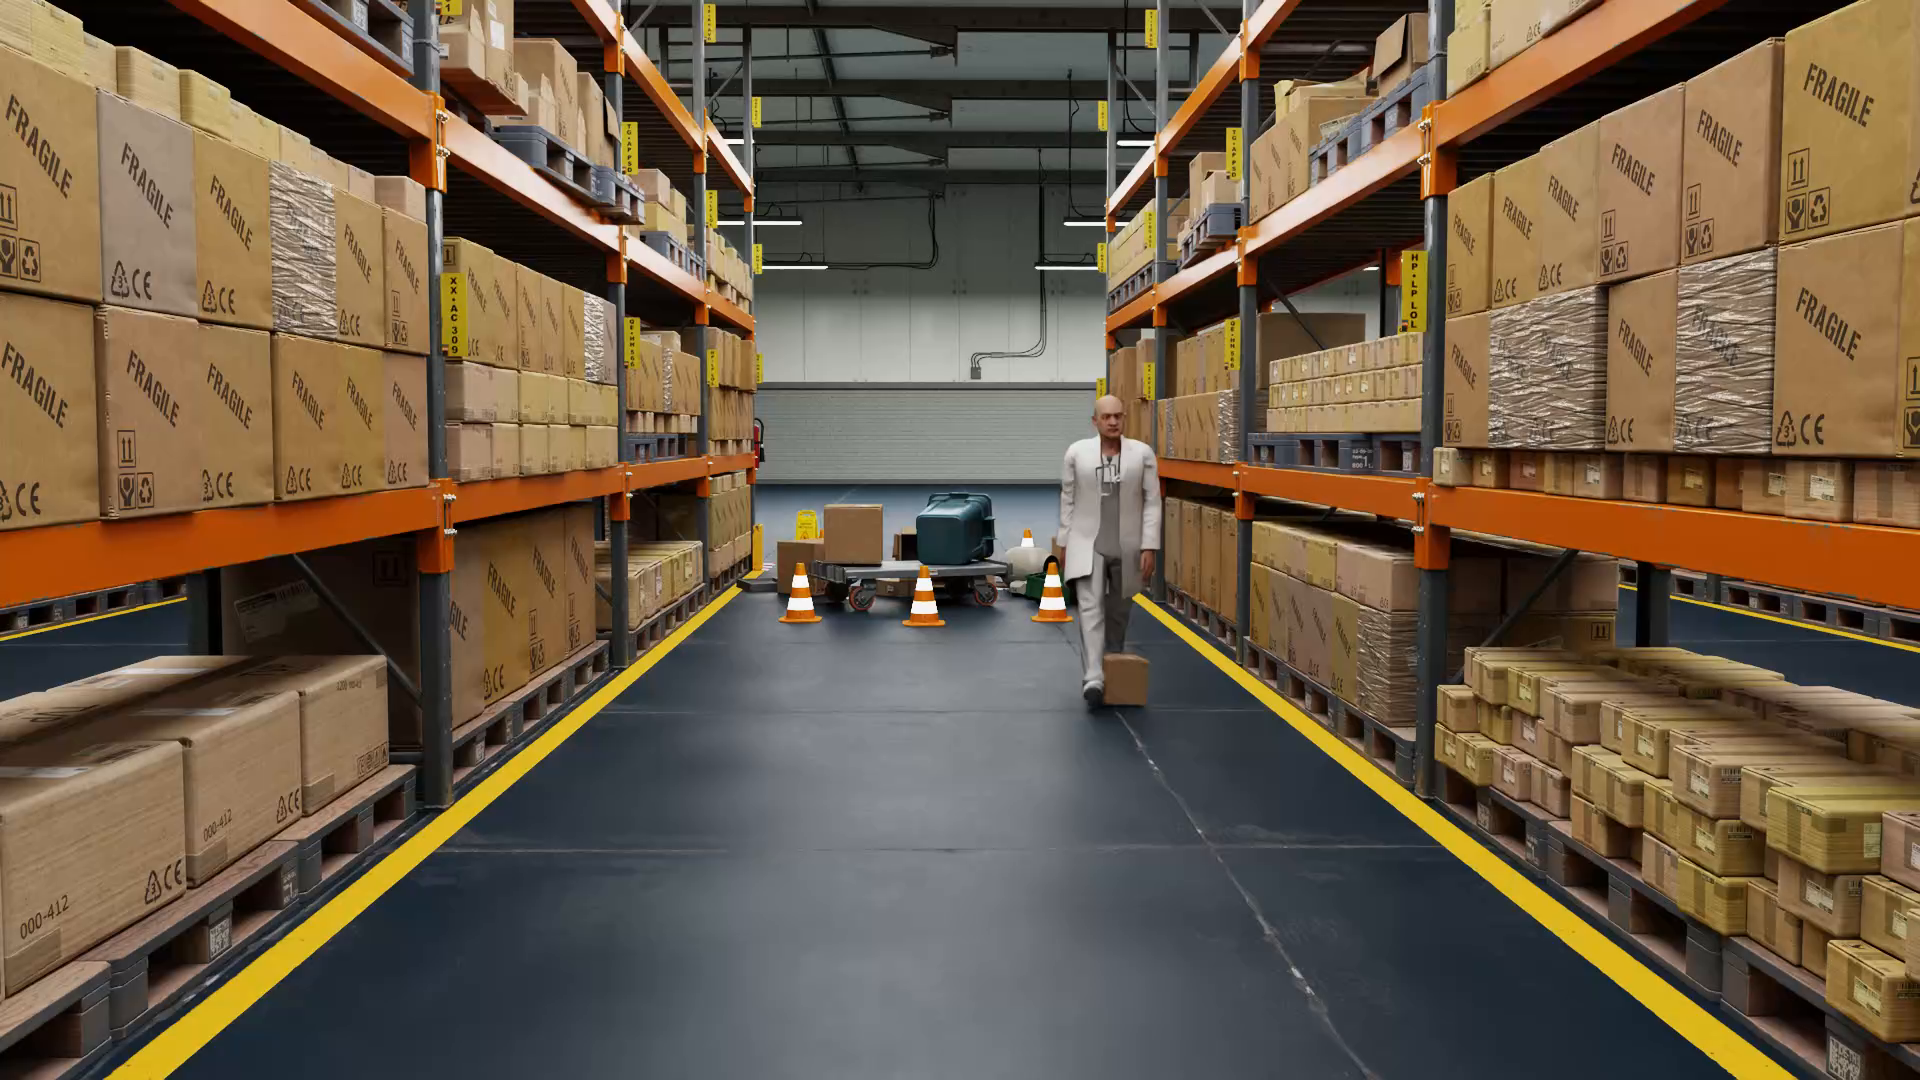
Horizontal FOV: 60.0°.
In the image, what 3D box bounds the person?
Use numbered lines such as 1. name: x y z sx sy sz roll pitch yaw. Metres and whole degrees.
1. person: 0.849 0.043 9.416 0.586 1.718 1.216 0 4 -2
